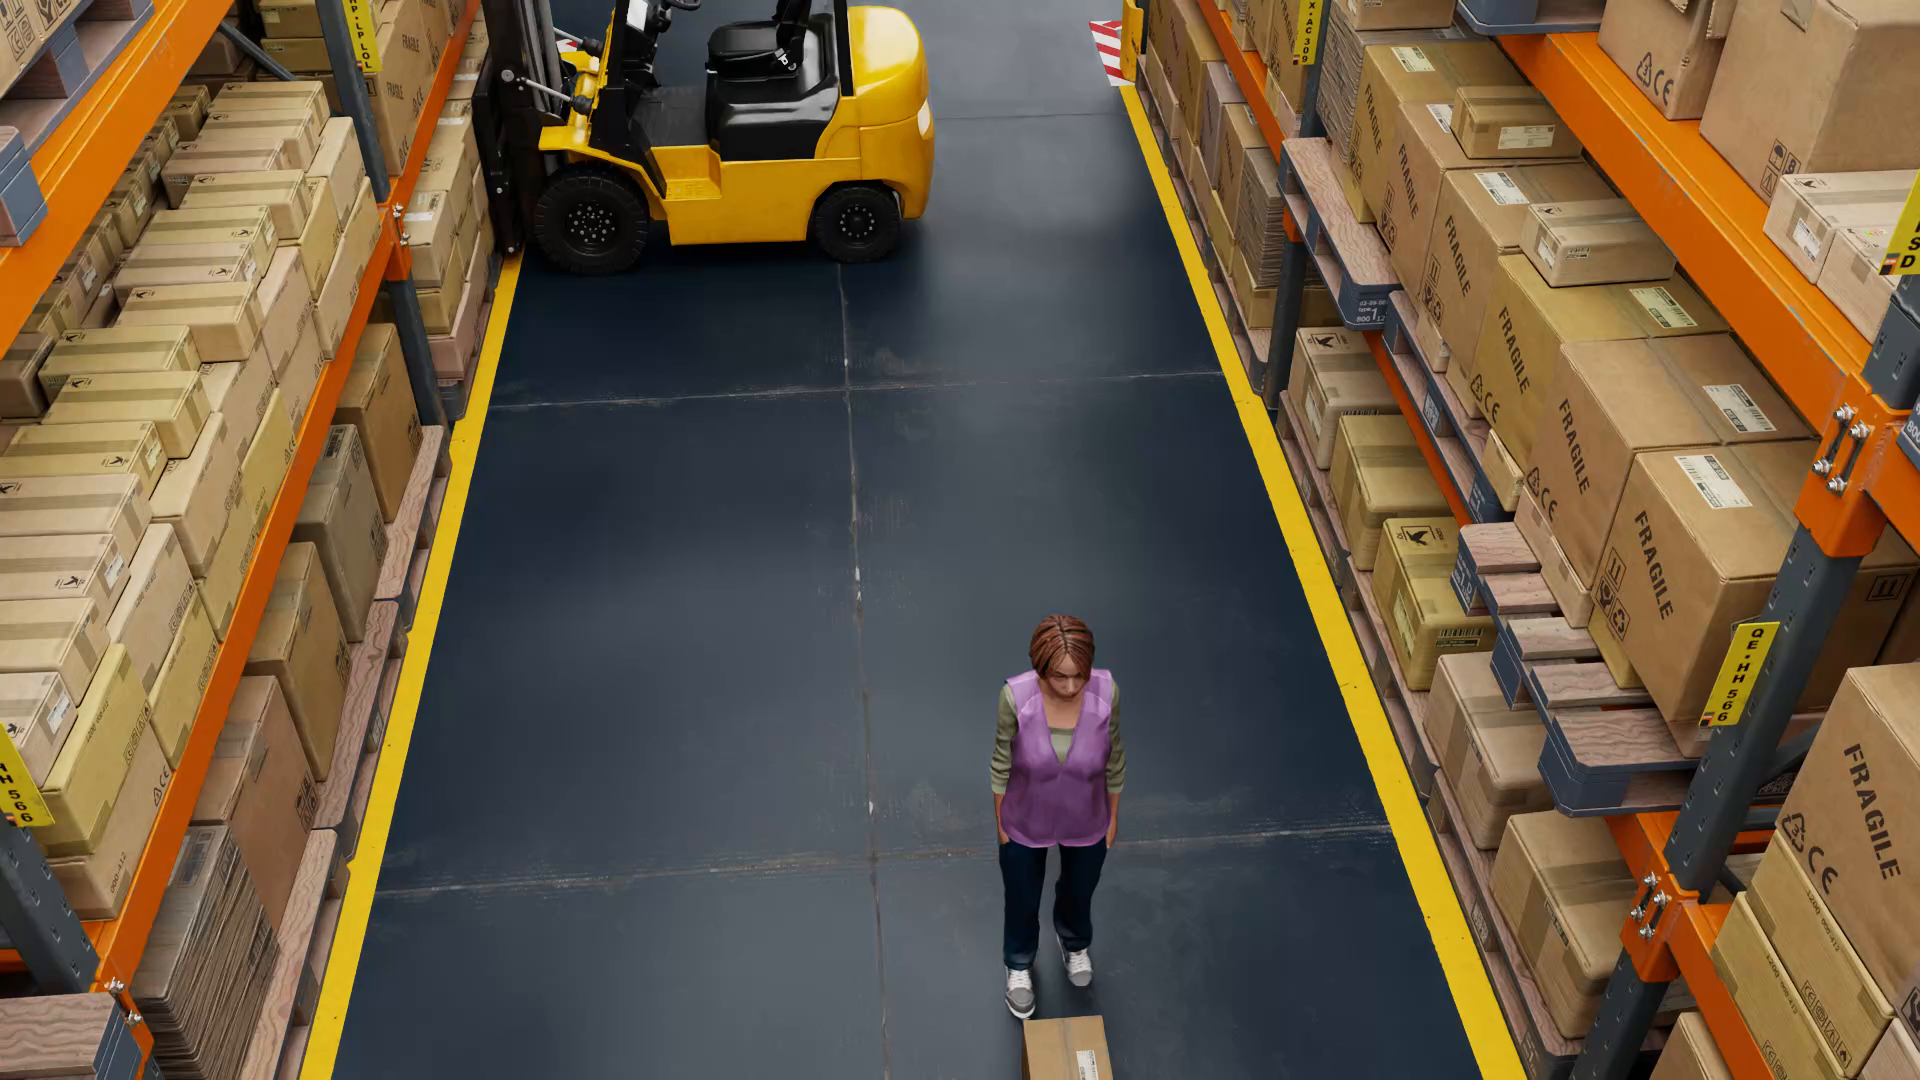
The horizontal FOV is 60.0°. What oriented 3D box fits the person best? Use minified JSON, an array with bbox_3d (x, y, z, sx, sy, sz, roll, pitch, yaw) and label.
[{"bbox_3d":[0.301,0.869,5.137,0.408,1.629,0.326,-2,40,-3],"label":"person"}]
